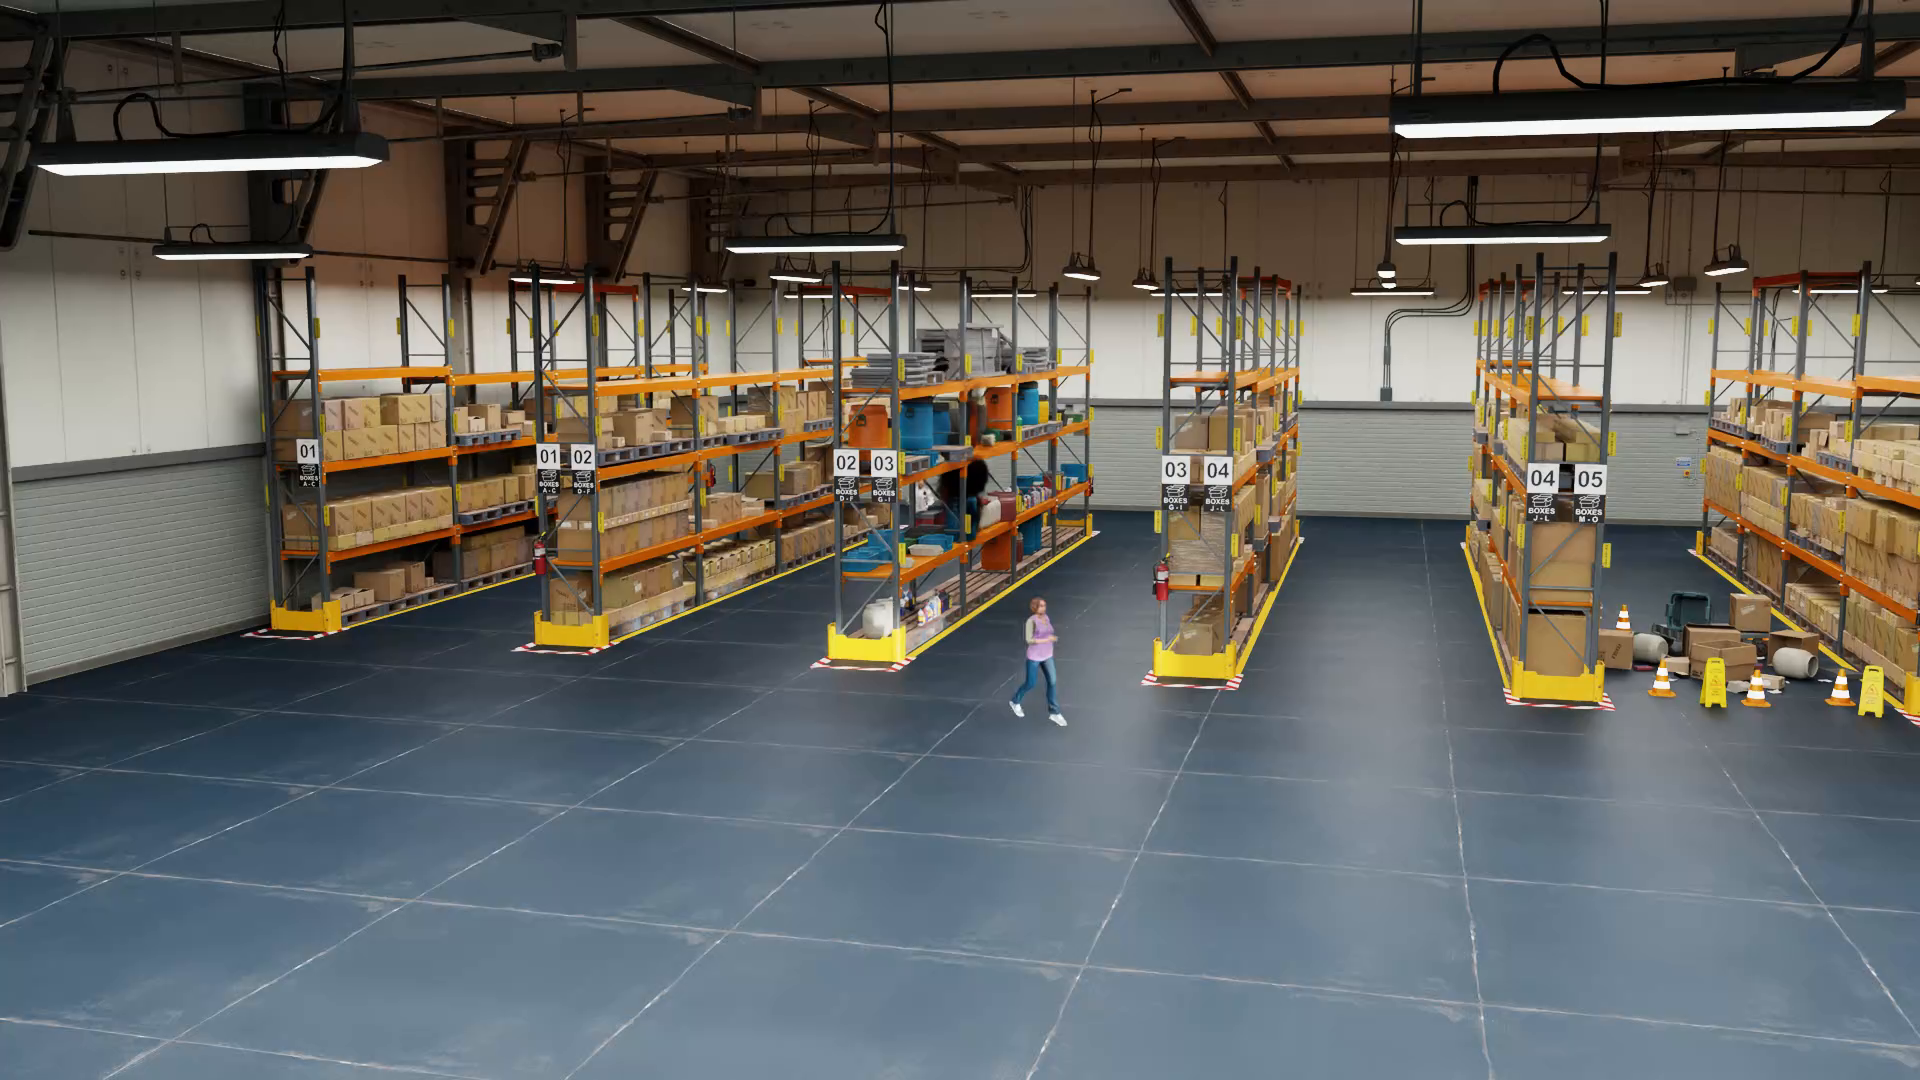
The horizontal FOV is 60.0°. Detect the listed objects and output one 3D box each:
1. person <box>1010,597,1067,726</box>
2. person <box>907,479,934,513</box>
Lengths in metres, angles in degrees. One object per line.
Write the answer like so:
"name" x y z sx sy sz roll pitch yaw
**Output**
"person" 0.998 1.518 21.125 0.530 1.597 0.863 -6 10 -41
"person" -0.912 -0.650 38.098 0.621 1.654 0.718 1 7 4
